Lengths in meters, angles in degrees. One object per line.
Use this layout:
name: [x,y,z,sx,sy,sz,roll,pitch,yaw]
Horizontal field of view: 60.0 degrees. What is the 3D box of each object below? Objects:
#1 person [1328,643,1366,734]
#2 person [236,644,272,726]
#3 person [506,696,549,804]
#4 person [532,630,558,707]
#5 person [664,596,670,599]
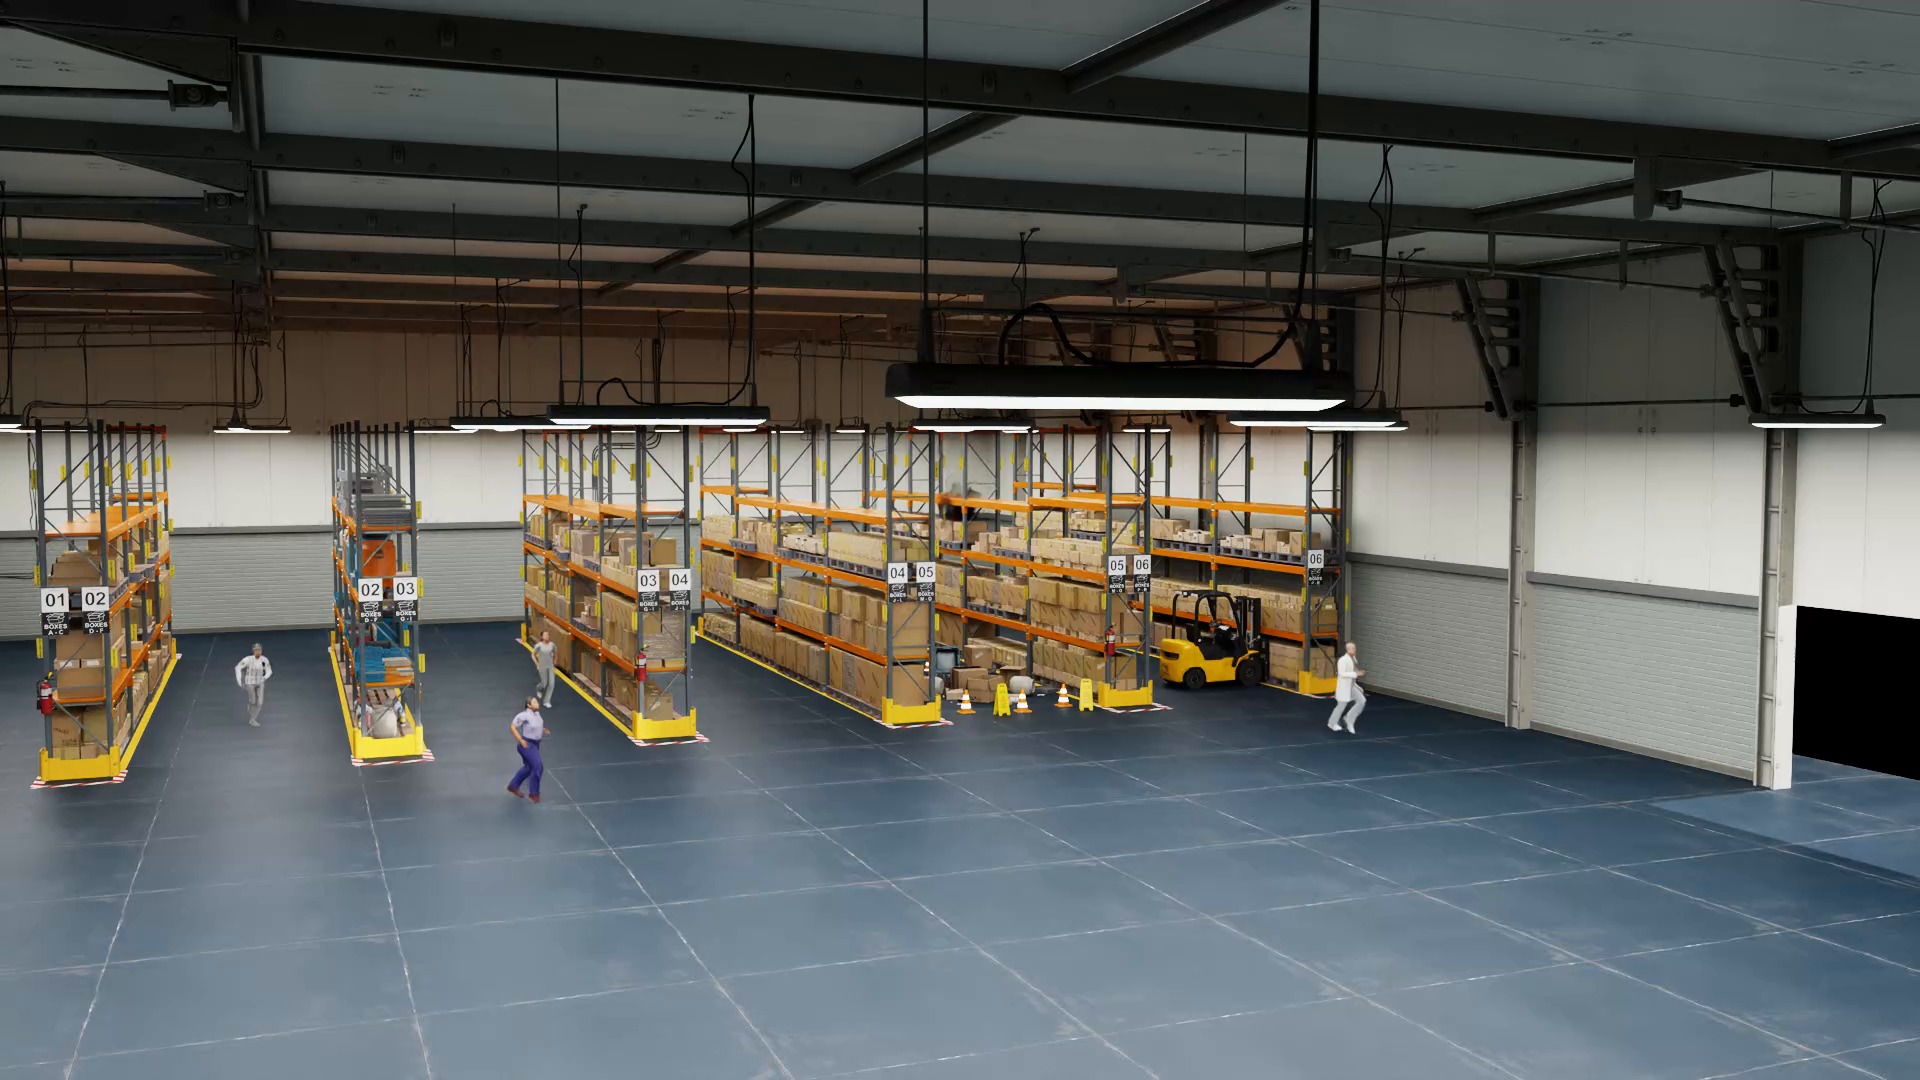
person: [7.443,2.840,31.943,0.753,1.765,0.882,-3,5,-44]
person: [-13.970,2.866,32.941,0.653,1.642,0.641,-2,4,-35]
person: [-6.797,3.291,26.083,0.704,1.720,0.627,1,4,9]
person: [-8.795,2.716,35.291,0.569,1.621,0.624,-2,4,-32]
person: [-8.190,1.952,46.317,0.652,1.839,0.749,-1,4,-15]
